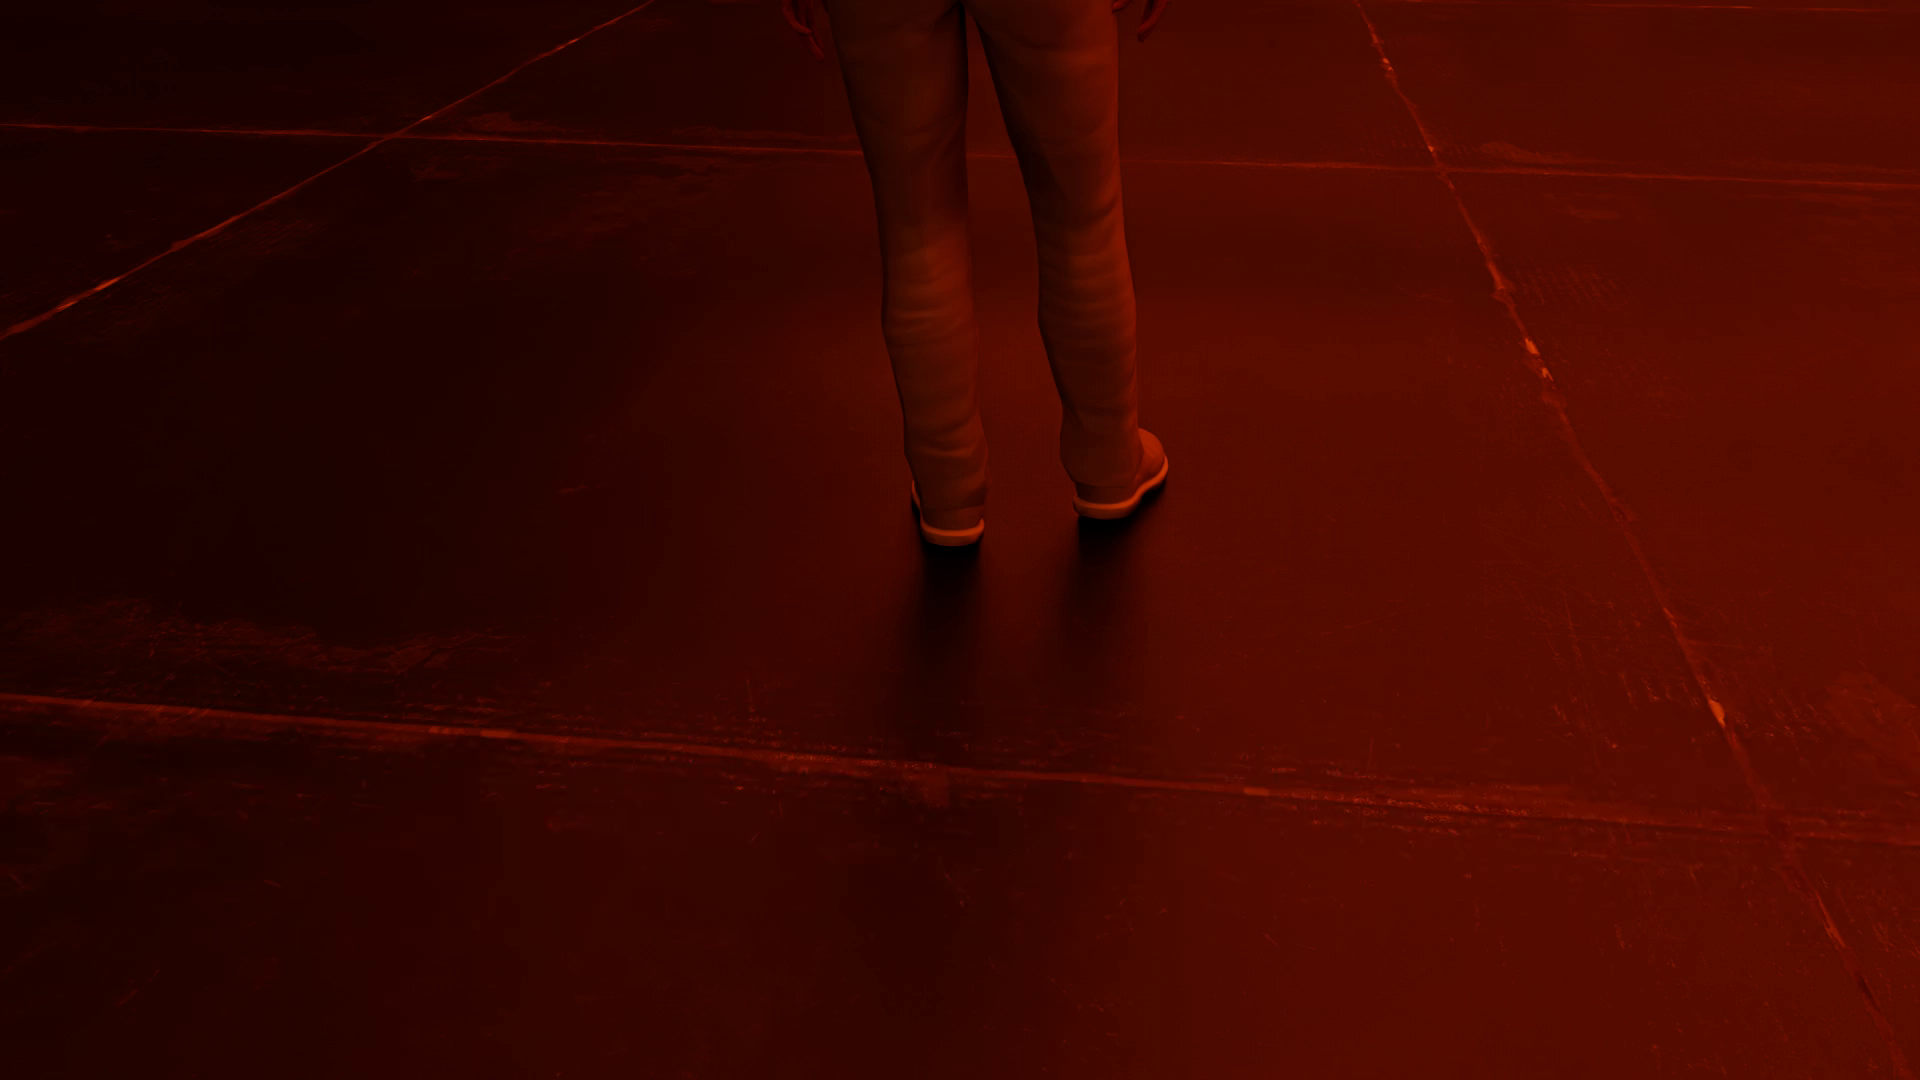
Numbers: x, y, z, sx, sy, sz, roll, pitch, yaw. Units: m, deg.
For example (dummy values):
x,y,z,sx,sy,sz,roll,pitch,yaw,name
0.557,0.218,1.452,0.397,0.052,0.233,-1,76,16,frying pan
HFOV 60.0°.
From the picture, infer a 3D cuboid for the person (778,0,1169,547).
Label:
x,y,z,sx,sy,sz,roll,pitch,yaw,name
0.030,-0.797,2.183,0.569,1.695,0.528,3,27,7,person
